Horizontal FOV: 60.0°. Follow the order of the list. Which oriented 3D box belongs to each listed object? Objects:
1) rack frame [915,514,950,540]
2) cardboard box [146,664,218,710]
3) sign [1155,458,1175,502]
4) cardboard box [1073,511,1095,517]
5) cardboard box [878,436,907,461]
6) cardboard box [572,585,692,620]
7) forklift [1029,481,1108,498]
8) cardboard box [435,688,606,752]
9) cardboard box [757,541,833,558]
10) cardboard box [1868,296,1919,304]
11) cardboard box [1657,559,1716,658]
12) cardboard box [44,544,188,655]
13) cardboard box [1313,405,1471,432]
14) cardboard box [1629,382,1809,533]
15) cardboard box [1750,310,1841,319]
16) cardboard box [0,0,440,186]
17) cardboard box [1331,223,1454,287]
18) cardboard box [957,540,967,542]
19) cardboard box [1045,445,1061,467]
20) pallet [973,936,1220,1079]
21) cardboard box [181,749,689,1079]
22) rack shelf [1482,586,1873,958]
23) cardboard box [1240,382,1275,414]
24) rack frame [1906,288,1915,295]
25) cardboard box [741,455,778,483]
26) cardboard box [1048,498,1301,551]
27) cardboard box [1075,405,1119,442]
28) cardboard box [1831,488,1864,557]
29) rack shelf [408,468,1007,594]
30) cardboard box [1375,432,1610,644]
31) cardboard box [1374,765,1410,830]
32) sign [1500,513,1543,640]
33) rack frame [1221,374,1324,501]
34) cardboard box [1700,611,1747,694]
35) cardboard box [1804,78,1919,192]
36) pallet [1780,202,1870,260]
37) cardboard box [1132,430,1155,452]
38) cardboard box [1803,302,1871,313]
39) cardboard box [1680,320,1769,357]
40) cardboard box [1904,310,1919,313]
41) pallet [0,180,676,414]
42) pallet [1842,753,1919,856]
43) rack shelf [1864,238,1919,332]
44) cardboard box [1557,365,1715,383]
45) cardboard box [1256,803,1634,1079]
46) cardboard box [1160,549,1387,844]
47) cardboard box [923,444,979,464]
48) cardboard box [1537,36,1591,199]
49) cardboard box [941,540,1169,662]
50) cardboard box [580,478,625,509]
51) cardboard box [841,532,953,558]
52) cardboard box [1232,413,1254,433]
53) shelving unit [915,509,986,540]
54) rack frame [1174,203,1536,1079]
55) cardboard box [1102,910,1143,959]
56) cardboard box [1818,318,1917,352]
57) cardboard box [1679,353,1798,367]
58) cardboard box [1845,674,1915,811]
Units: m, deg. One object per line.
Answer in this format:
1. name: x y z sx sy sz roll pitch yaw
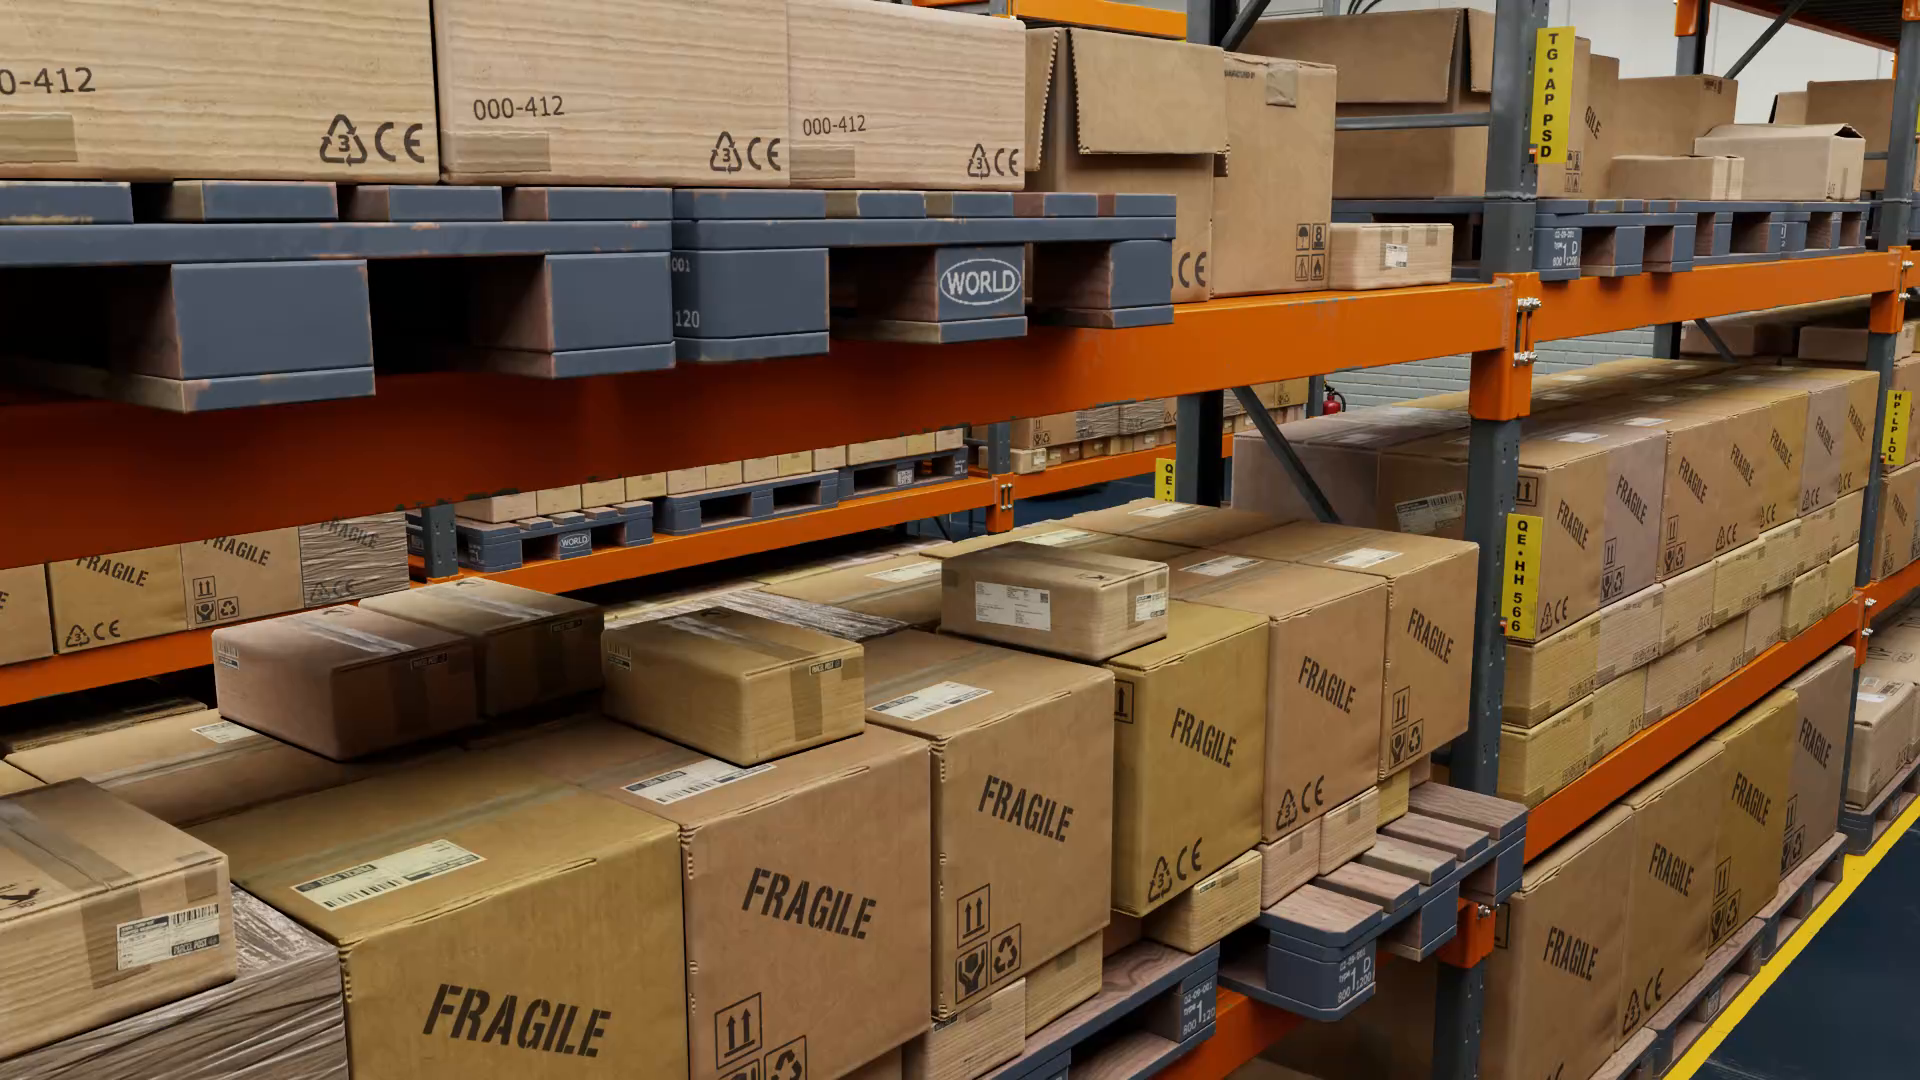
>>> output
1. rack frame: -0.246 -0.681 14.829 0.400 1.500 0.023 10 15 40
2. cardboard box: -3.201 0.906 7.726 1.050 0.750 0.750 10 15 40
3. sign: 0.634 -0.083 5.051 0.100 0.325 0.005 10 15 40
4. cardboard box: 1.094 -0.116 12.862 0.380 0.149 0.250 10 15 41
5. cardboard box: -0.542 -0.582 10.073 0.380 0.149 0.250 10 15 40
6. cardboard box: -1.760 0.438 8.792 0.500 0.250 0.500 10 15 40
7. forklift: 0.238 -2.105 18.304 1.130 2.935 3.031 -10 15 -40
8. cardboard box: -0.783 0.498 3.012 0.500 0.500 0.500 10 15 42
9. cardboard box: -1.127 0.148 10.247 0.500 0.250 0.500 10 15 42
10. cardboard box: 5.772 -1.414 10.208 0.380 0.149 0.250 10 15 42
11. cardboard box: 2.253 0.194 5.726 0.500 0.250 0.500 10 15 40
12. cardboard box: -3.488 0.130 6.687 0.500 0.500 0.500 9 15 39
13. cardboard box: 1.530 -0.170 5.633 0.500 0.500 0.500 10 15 41
14. cardboard box: 2.902 -0.324 6.408 0.500 0.500 0.500 10 15 42
15. cardboard box: 4.377 -1.118 8.723 0.380 0.149 0.250 10 15 40
16. cardboard box: -0.900 -0.493 1.712 0.500 0.250 0.500 9 15 39
17. cardboard box: 1.003 -0.718 4.170 0.380 0.149 0.250 10 15 40
18. cardboard box: 0.087 0.114 11.708 0.380 0.149 0.250 10 15 41
19. cardboard box: 0.456 -0.581 11.144 0.380 0.149 0.250 10 15 42
20. pallet: -0.223 0.947 3.342 1.003 0.211 1.213 10 15 40
21. cardboard box: -0.732 0.638 2.310 0.500 0.500 0.500 10 15 41
22. rack shelf: 2.373 0.615 6.351 1.077 0.370 4.000 10 15 40
23. cardboard box: 2.102 -1.266 12.918 0.500 0.500 0.500 9 15 39
24. rack frame: 6.334 -0.621 10.701 1.000 3.000 0.127 10 15 40
25. cardboard box: -1.238 -0.425 9.289 0.380 0.149 0.250 9 14 39
26. cardboard box: 0.582 0.191 4.546 0.500 0.500 0.500 9 15 39
27. cardboard box: 0.746 -0.966 11.416 0.500 0.500 0.500 10 15 40
28. cardboard box: 3.585 -0.108 7.238 0.500 0.250 0.500 10 15 40
29. rack shelf: -1.412 -0.011 9.481 1.077 0.370 4.000 10 15 40
30. cardboard box: 1.562 -0.024 4.905 0.500 0.500 0.500 9 14 38
31. cardboard box: 0.891 0.601 4.153 0.380 0.149 0.250 10 15 41
32. sign: 1.467 0.096 4.358 0.100 0.325 0.005 10 15 40
33. rack frame: 2.549 -1.246 13.830 1.000 3.000 0.127 10 15 40
34. cardboard box: 2.565 0.363 6.158 0.500 0.250 0.500 10 15 40
35. cardboard box: 4.240 -1.867 7.697 0.500 0.500 0.500 10 15 41
36. pallet: 3.125 -1.268 6.772 0.805 0.209 1.217 9 14 38
37. cardboard box: 1.174 -0.734 11.907 0.380 0.149 0.250 11 15 43
38. cardboard box: 5.024 -1.273 9.501 0.380 0.149 0.250 10 15 41
39. cardboard box: 3.658 -0.976 8.016 0.380 0.149 0.250 9 15 39
40. cardboard box: 5.116 -1.124 8.757 0.380 0.149 0.250 10 15 41
41. pallet: -1.100 -0.311 1.972 1.213 0.211 1.003 10 15 40
42. pallet: 4.254 1.233 8.537 1.003 0.211 1.213 10 15 40
43. rack shelf: 5.014 -1.445 9.004 1.077 0.370 4.000 10 15 40
44. cardboard box: 2.872 -0.466 7.116 0.500 0.500 0.500 10 15 40
45. cardboard box: 1.572 1.301 5.430 0.875 0.875 0.875 10 15 40
46. cardboard box: 0.629 0.336 3.825 0.500 0.500 0.500 9 15 39
47. cardboard box: -0.079 -0.607 11.270 0.380 0.149 0.250 10 15 40
48. cardboard box: 1.564 -1.340 5.315 0.700 0.500 0.500 9 14 38
49. cardboard box: 0.185 0.114 3.276 0.380 0.149 0.250 9 14 38
50. cardboard box: -1.930 -0.271 8.516 0.380 0.149 0.250 11 16 43
51. cardboard box: -0.393 0.137 10.302 0.500 0.250 0.500 9 15 39
52. cardboard box: 2.049 -0.927 12.875 0.380 0.149 0.250 10 15 42
53. shelving unit: -0.004 -0.734 15.098 0.431 1.500 0.755 10 15 40
54. rack frame: 1.053 0.556 4.808 1.000 3.000 0.127 10 15 40
55. cardboard box: 0.154 0.743 3.443 0.380 0.149 0.250 10 15 41
56. cardboard box: 4.391 -0.986 8.062 0.380 0.149 0.250 10 15 40
57. cardboard box: 3.798 -0.677 8.173 0.500 0.500 0.500 10 15 40
58. cardboard box: 4.189 0.940 8.357 0.875 0.438 0.875 9 15 40
